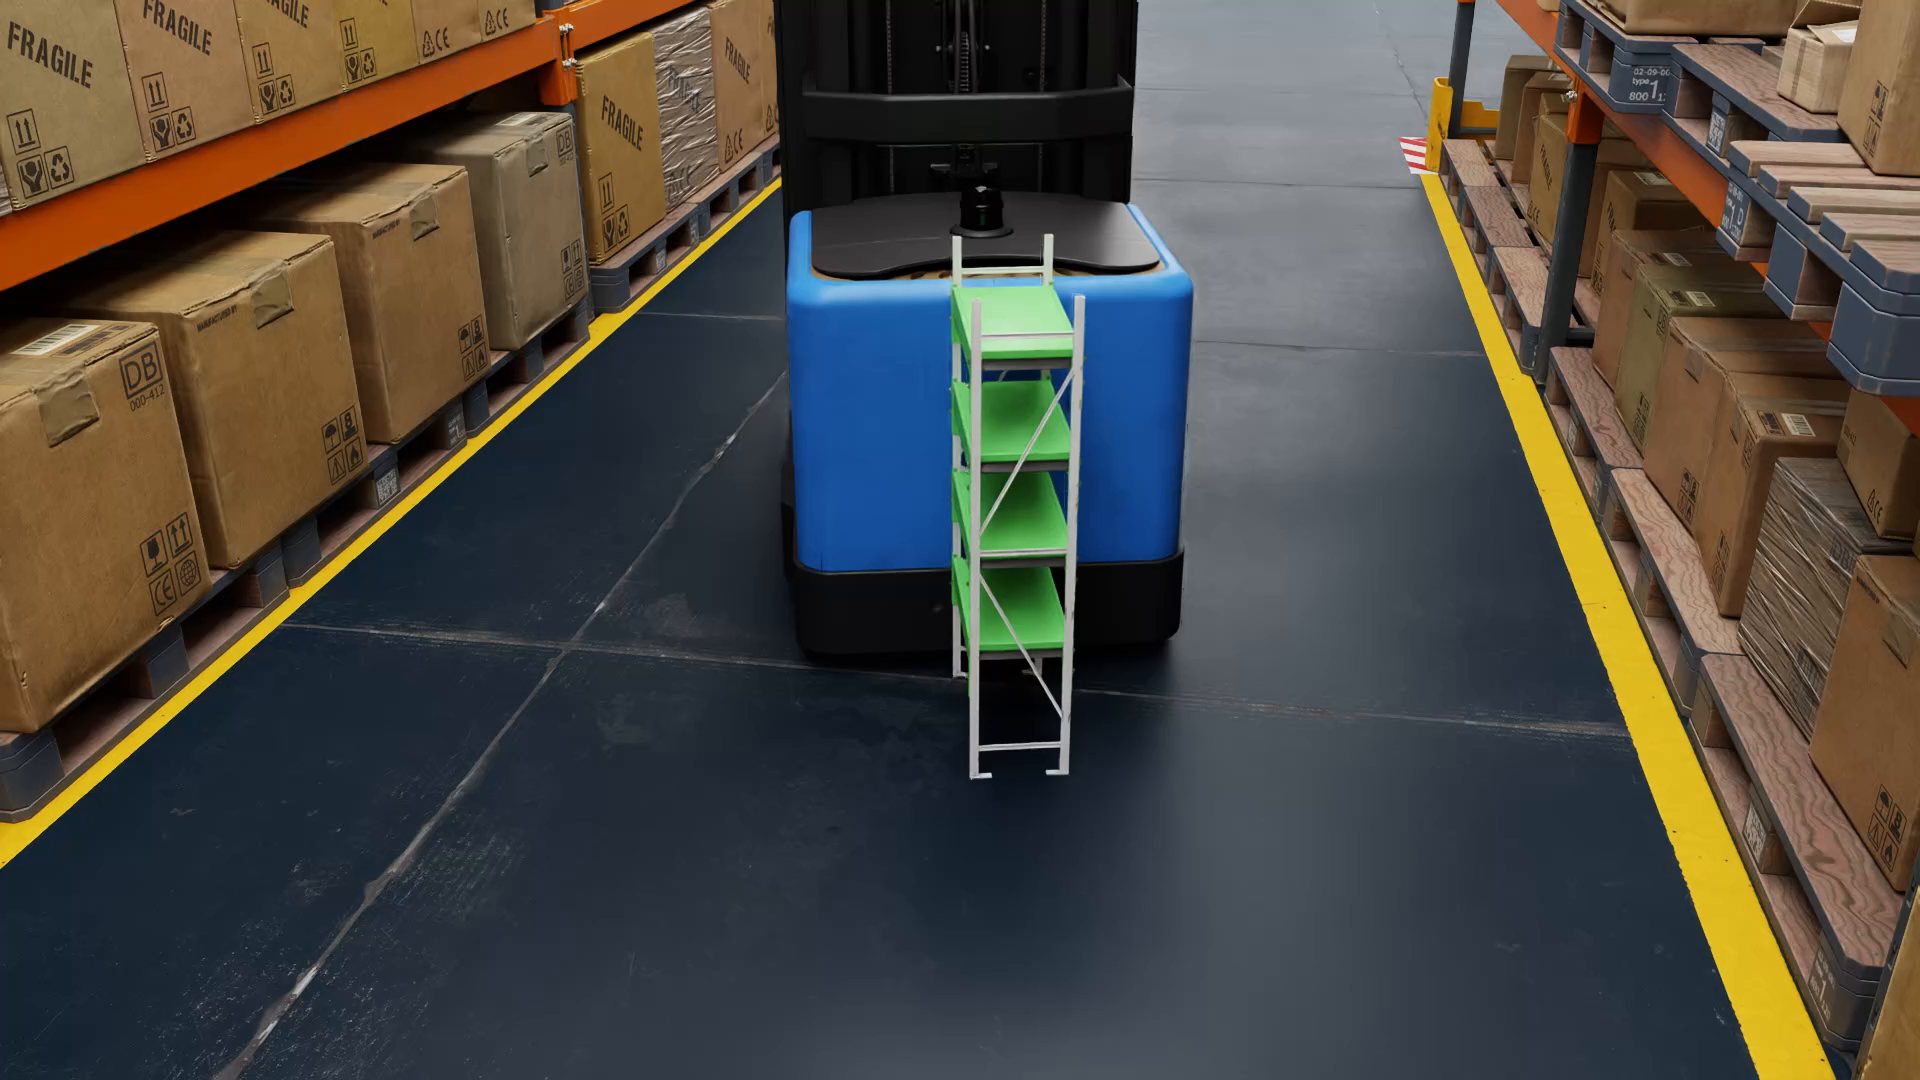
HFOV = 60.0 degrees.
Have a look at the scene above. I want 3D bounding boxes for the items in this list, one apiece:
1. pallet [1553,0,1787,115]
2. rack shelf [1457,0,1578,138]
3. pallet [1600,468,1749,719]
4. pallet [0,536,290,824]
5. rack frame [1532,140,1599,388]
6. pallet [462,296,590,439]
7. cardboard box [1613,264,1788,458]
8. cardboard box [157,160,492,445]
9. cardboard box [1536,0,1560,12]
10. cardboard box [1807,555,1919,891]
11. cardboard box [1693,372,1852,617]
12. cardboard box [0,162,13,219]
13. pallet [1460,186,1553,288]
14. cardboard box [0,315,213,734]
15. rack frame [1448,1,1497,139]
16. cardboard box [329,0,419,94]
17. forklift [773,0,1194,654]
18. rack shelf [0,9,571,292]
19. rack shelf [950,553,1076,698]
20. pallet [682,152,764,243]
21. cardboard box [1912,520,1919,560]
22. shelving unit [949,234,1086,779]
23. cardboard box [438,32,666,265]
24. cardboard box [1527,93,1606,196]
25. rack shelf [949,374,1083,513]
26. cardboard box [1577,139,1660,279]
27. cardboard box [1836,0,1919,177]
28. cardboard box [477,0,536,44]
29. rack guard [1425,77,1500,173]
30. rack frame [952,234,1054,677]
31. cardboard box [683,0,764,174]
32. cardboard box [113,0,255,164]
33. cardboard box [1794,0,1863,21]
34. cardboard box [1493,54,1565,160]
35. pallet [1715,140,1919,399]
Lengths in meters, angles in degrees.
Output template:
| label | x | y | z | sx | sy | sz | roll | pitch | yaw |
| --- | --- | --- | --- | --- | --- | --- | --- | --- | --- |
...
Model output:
| label | x | y | z | sx | sy | sz | roll | pitch | yaw |
| --- | --- | --- | --- | --- | --- | --- | --- | --- | --- |
| pallet | 2.500 | -1.552 | 5.254 | 1.003 | 0.211 | 1.213 | 4 | 25 | 9 |
| rack shelf | 3.095 | -2.459 | 7.815 | 1.077 | 0.370 | 4.000 | 4 | 25 | 9 |
| pallet | 2.445 | 0.152 | 4.677 | 1.003 | 0.211 | 1.213 | 4 | 25 | 9 |
| pallet | -2.559 | 0.277 | 4.410 | 1.003 | 0.211 | 1.213 | 4 | 25 | 9 |
| rack frame | 2.768 | -1.949 | 5.875 | 1.000 | 3.000 | 0.127 | 4 | 25 | 9 |
| pallet | -2.160 | -0.744 | 6.590 | 1.003 | 0.211 | 1.213 | 4 | 25 | 9 |
| cardboard box | 2.550 | -0.562 | 5.343 | 0.700 | 0.500 | 0.500 | 4 | 25 | 8 |
| cardboard box | -2.283 | -0.837 | 5.658 | 1.050 | 0.750 | 0.750 | 4 | 25 | 9 |
| cardboard box | 2.595 | -2.262 | 6.840 | 0.380 | 0.149 | 0.250 | 4 | 25 | 9 |
| cardboard box | 2.204 | 0.375 | 3.339 | 0.700 | 0.500 | 0.500 | 3 | 25 | 6 |
| cardboard box | 2.368 | -0.095 | 4.344 | 0.700 | 0.500 | 0.500 | 6 | 26 | 13 |
| cardboard box | -2.423 | -0.876 | 3.465 | 0.500 | 0.500 | 0.500 | 4 | 25 | 9 |
| pallet | 3.040 | -1.481 | 8.165 | 1.003 | 0.211 | 1.213 | 4 | 25 | 9 |
| cardboard box | -2.574 | -0.081 | 4.044 | 1.050 | 0.750 | 0.750 | 4 | 25 | 8 |
| rack frame | 3.422 | -3.622 | 9.449 | 1.000 | 3.000 | 0.127 | 4 | 25 | 9 |
| cardboard box | -2.095 | -1.720 | 5.269 | 0.500 | 0.500 | 0.500 | 4 | 25 | 9 |
| forklift | -0.032 | -1.611 | 5.234 | 1.130 | 2.935 | 3.031 | -2 | 25 | -4 |
| rack shelf | -2.435 | -1.172 | 5.065 | 1.077 | 0.370 | 4.000 | 4 | 25 | 9 |
| rack shelf | 0.122 | 0.198 | 4.121 | 0.258 | 0.148 | 0.480 | -2 | 26 | -5 |
| pallet | -1.710 | -1.896 | 9.052 | 1.003 | 0.211 | 1.213 | 4 | 25 | 9 |
| cardboard box | 2.194 | 0.035 | 3.182 | 0.500 | 0.250 | 0.500 | 5 | 26 | 11 |
| shelving unit | 0.123 | -0.076 | 3.989 | 0.258 | 1.200 | 0.503 | -2 | 26 | -5 |
| cardboard box | -1.937 | -1.821 | 7.612 | 0.875 | 0.875 | 0.875 | 4 | 25 | 9 |
| cardboard box | 3.118 | -1.907 | 8.239 | 0.500 | 0.500 | 0.500 | 6 | 26 | 13 |
| rack shelf | 0.123 | -0.234 | 3.913 | 0.258 | 0.148 | 0.480 | -2 | 26 | -5 |
| cardboard box | 2.959 | -1.411 | 7.180 | 0.500 | 0.500 | 0.500 | 13 | 28 | 25 |
| cardboard box | 2.156 | -0.980 | 3.193 | 0.700 | 0.500 | 0.500 | 8 | 26 | 16 |
| cardboard box | -1.930 | -2.143 | 6.172 | 0.500 | 0.500 | 0.500 | 4 | 25 | 8 |
| rack guard | 3.409 | -2.458 | 9.911 | 1.175 | 0.500 | 0.348 | 4 | 25 | 9 |
| rack frame | 0.102 | -0.181 | 4.208 | 0.240 | 1.200 | 0.015 | -2 | 26 | -5 |
| cardboard box | -1.642 | -2.579 | 9.233 | 0.875 | 0.875 | 0.875 | 4 | 25 | 8 |
| cardboard box | -2.259 | -1.300 | 4.371 | 0.500 | 0.500 | 0.500 | 4 | 25 | 8 |
| cardboard box | 2.576 | -1.454 | 4.201 | 0.797 | 0.503 | 0.637 | 7 | 26 | 14 |
| cardboard box | 3.303 | -2.420 | 9.334 | 0.500 | 0.500 | 0.500 | 9 | 27 | 18 |
| pallet | 2.126 | -0.494 | 2.994 | 1.213 | 0.211 | 1.003 | 4 | 25 | 9 |
